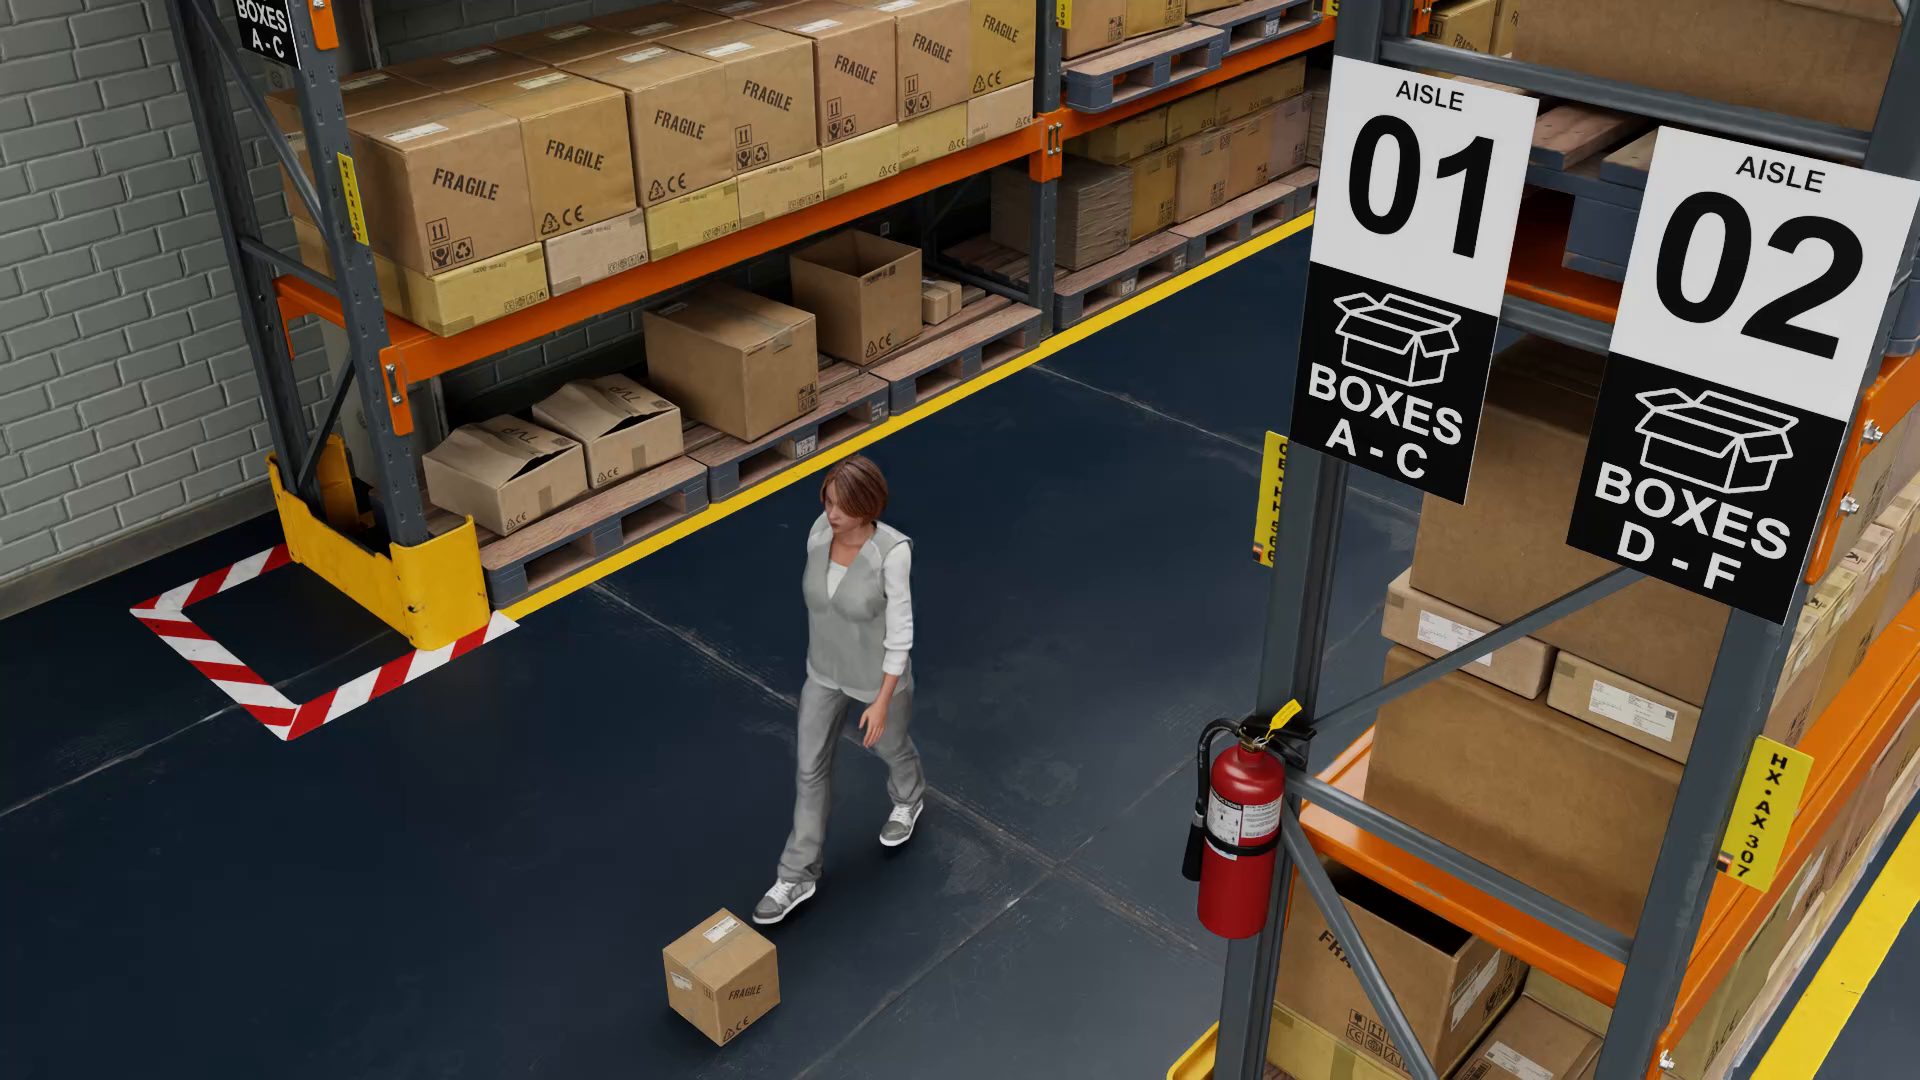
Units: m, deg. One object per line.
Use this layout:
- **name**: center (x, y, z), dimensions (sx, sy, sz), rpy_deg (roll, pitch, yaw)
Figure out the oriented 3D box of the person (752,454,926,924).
- **person**: center (-0.360, 0.473, 5.351), dimensions (0.430, 1.565, 0.823), rpy_deg (14, 34, 21)
